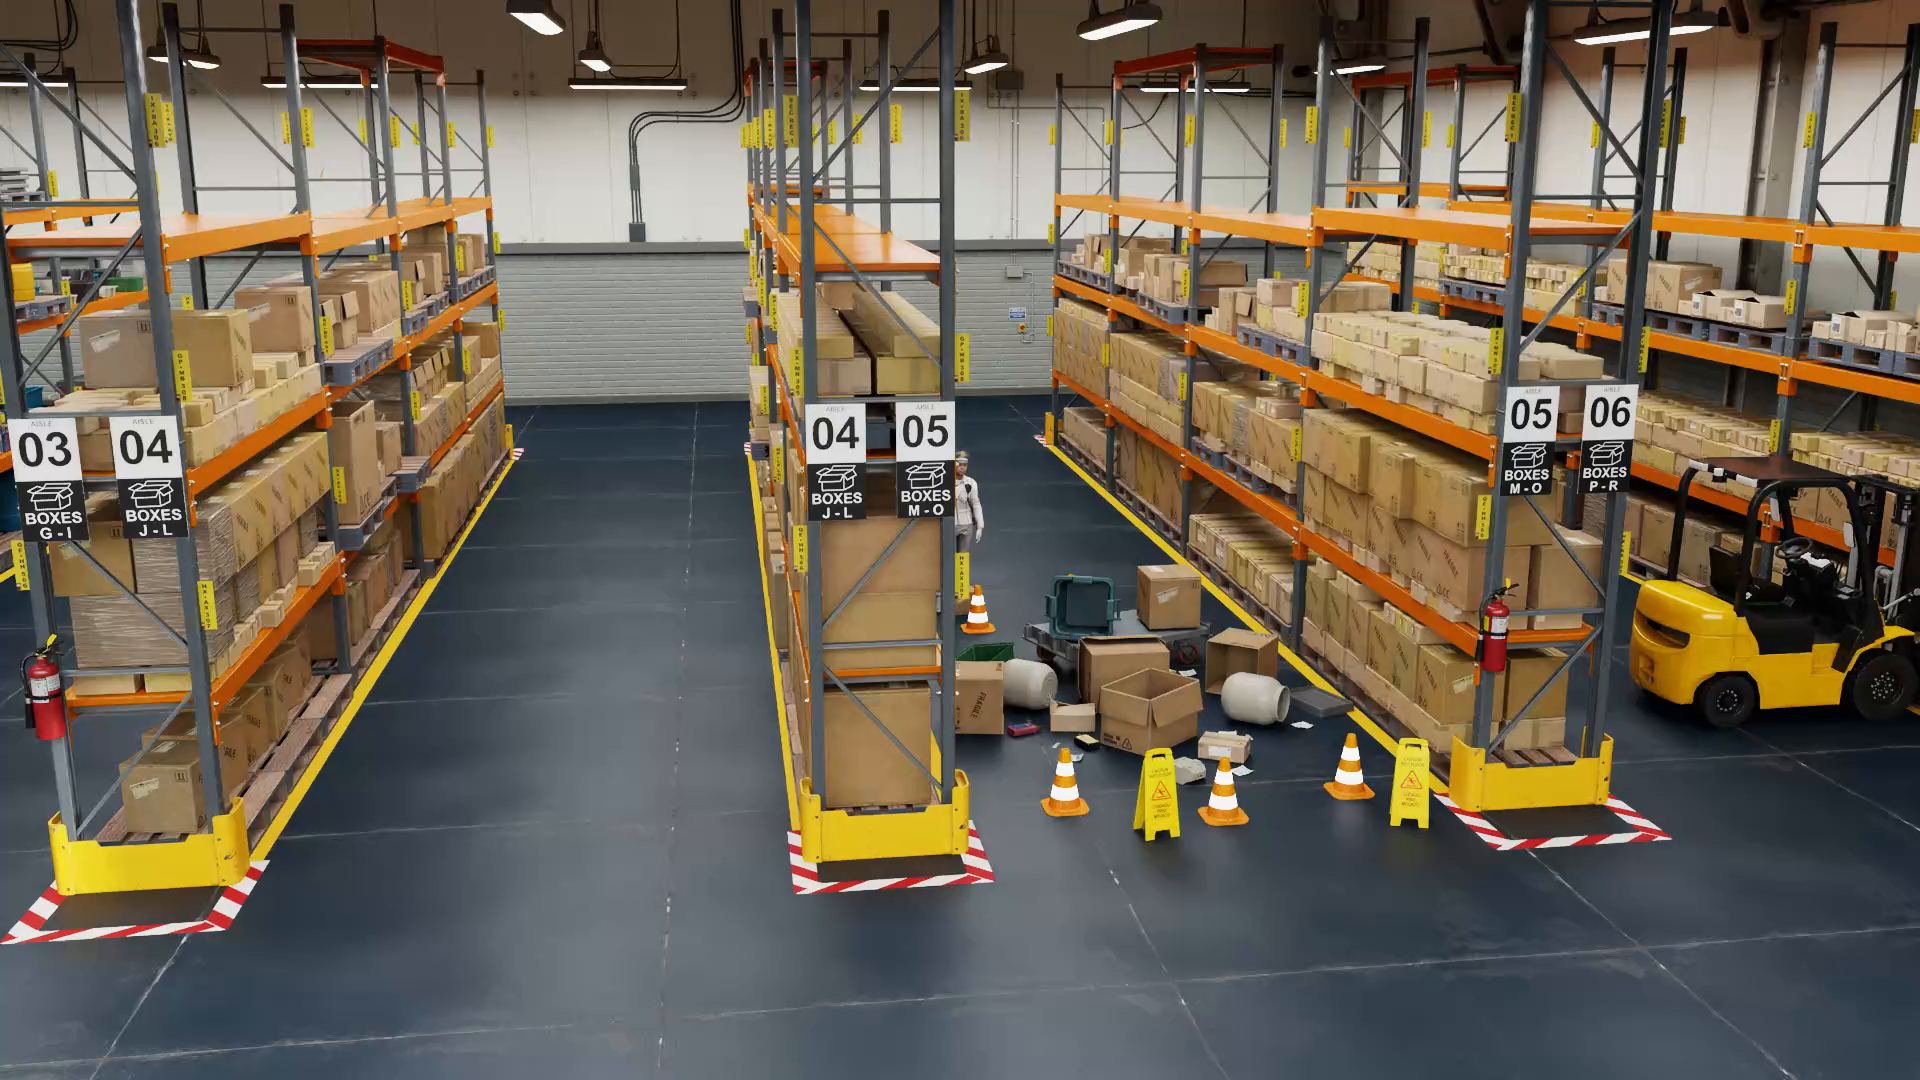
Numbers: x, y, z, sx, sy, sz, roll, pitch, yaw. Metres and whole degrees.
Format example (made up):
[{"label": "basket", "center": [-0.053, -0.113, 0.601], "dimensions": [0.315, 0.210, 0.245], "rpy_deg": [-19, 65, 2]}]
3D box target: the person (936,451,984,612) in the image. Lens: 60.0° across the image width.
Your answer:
[{"label": "person", "center": [-0.028, -0.109, 17.836], "dimensions": [0.587, 1.694, 0.529], "rpy_deg": [-2, 13, -8]}]
